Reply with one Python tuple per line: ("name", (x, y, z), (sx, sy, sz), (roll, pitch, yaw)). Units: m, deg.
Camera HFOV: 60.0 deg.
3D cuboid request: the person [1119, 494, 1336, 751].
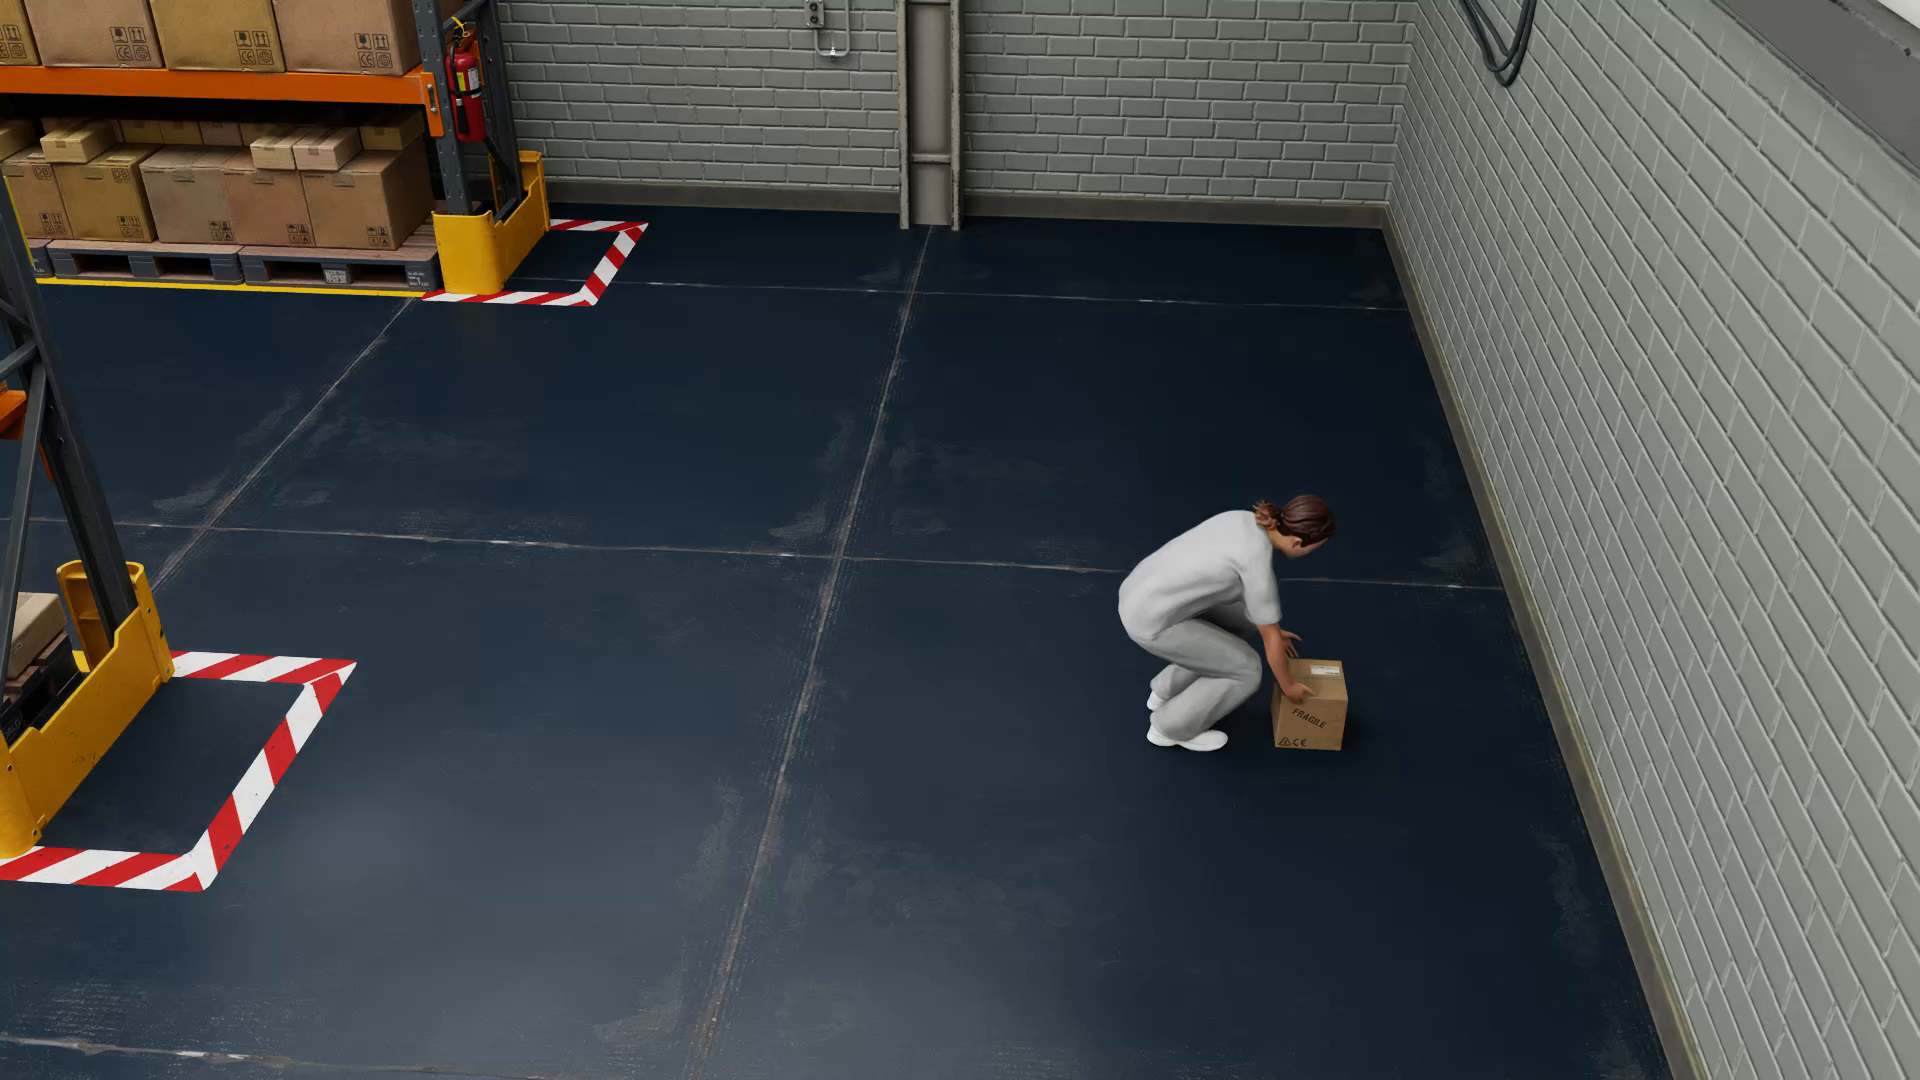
("person", (0.987, 0.284, 6.302), (0.777, 1.023, 0.488), (2, 32, 4))
